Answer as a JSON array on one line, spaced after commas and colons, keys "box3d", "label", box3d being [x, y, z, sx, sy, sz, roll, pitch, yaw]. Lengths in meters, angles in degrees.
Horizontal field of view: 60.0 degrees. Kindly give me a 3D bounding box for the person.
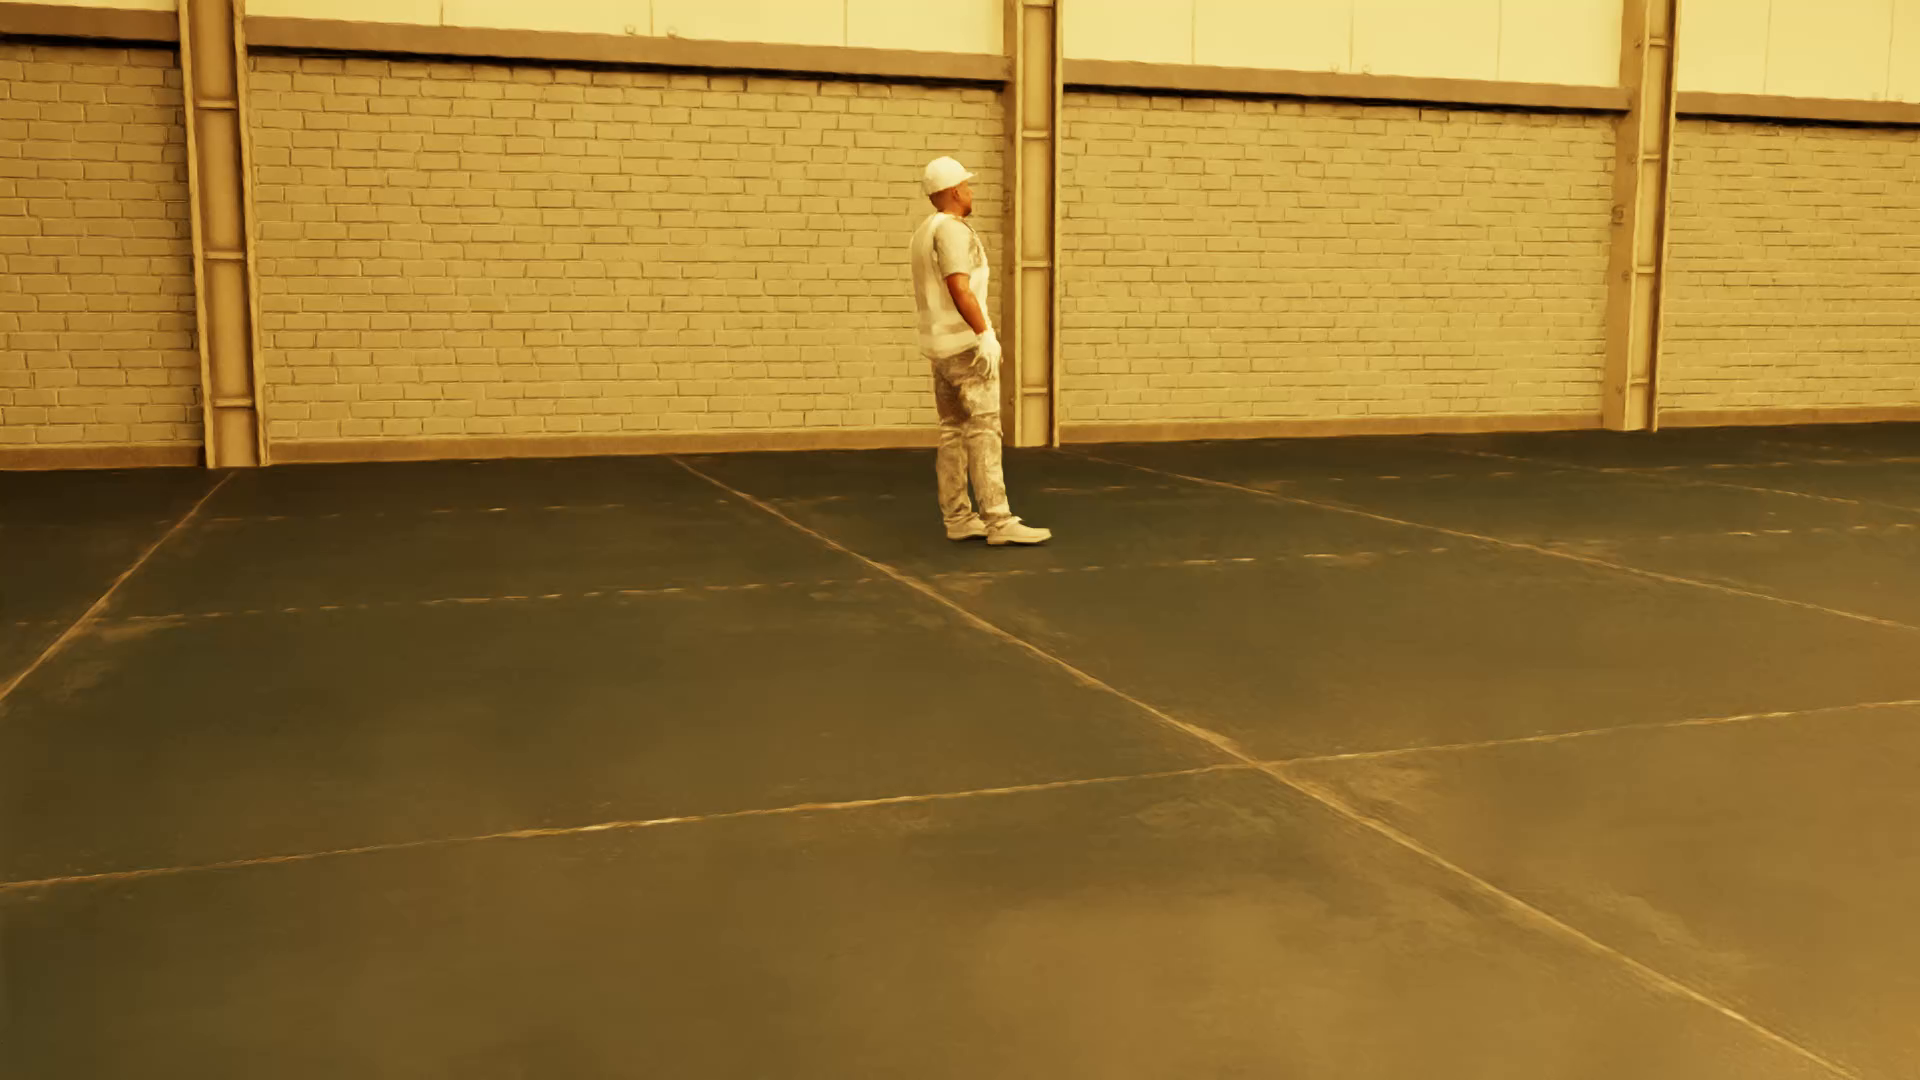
[{"box3d": [0.071, -0.892, 7.818, 0.576, 1.782, 0.655, -3, 8, -18], "label": "person"}]
